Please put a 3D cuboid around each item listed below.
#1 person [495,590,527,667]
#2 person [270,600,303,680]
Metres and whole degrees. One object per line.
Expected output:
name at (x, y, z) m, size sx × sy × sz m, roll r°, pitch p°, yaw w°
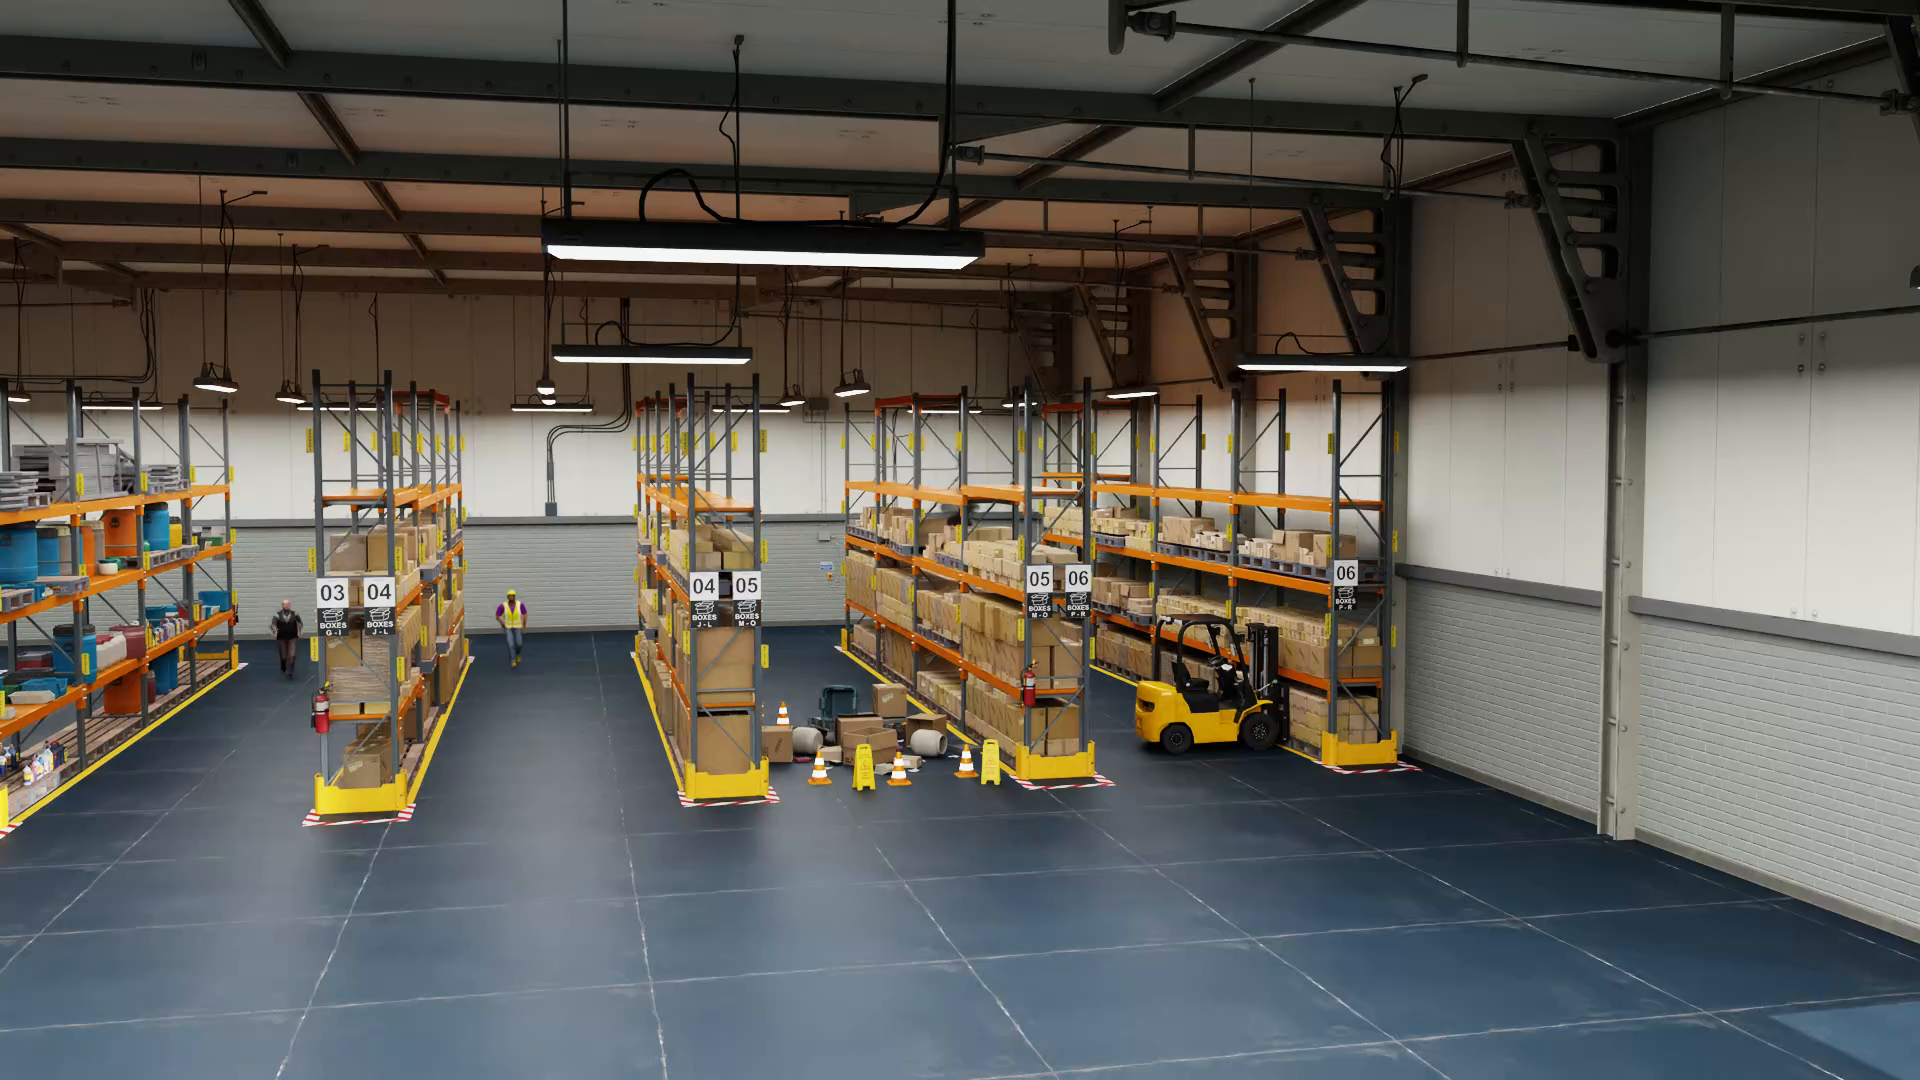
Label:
person at (-10.078, 1.982, 37.377) m, size 0.706 × 1.729 × 0.584 m, roll -1°, pitch 4°, yaw -20°
person at (-14.383, 2.120, 35.544) m, size 0.654 × 1.696 × 0.798 m, roll -2°, pitch 4°, yaw -25°
